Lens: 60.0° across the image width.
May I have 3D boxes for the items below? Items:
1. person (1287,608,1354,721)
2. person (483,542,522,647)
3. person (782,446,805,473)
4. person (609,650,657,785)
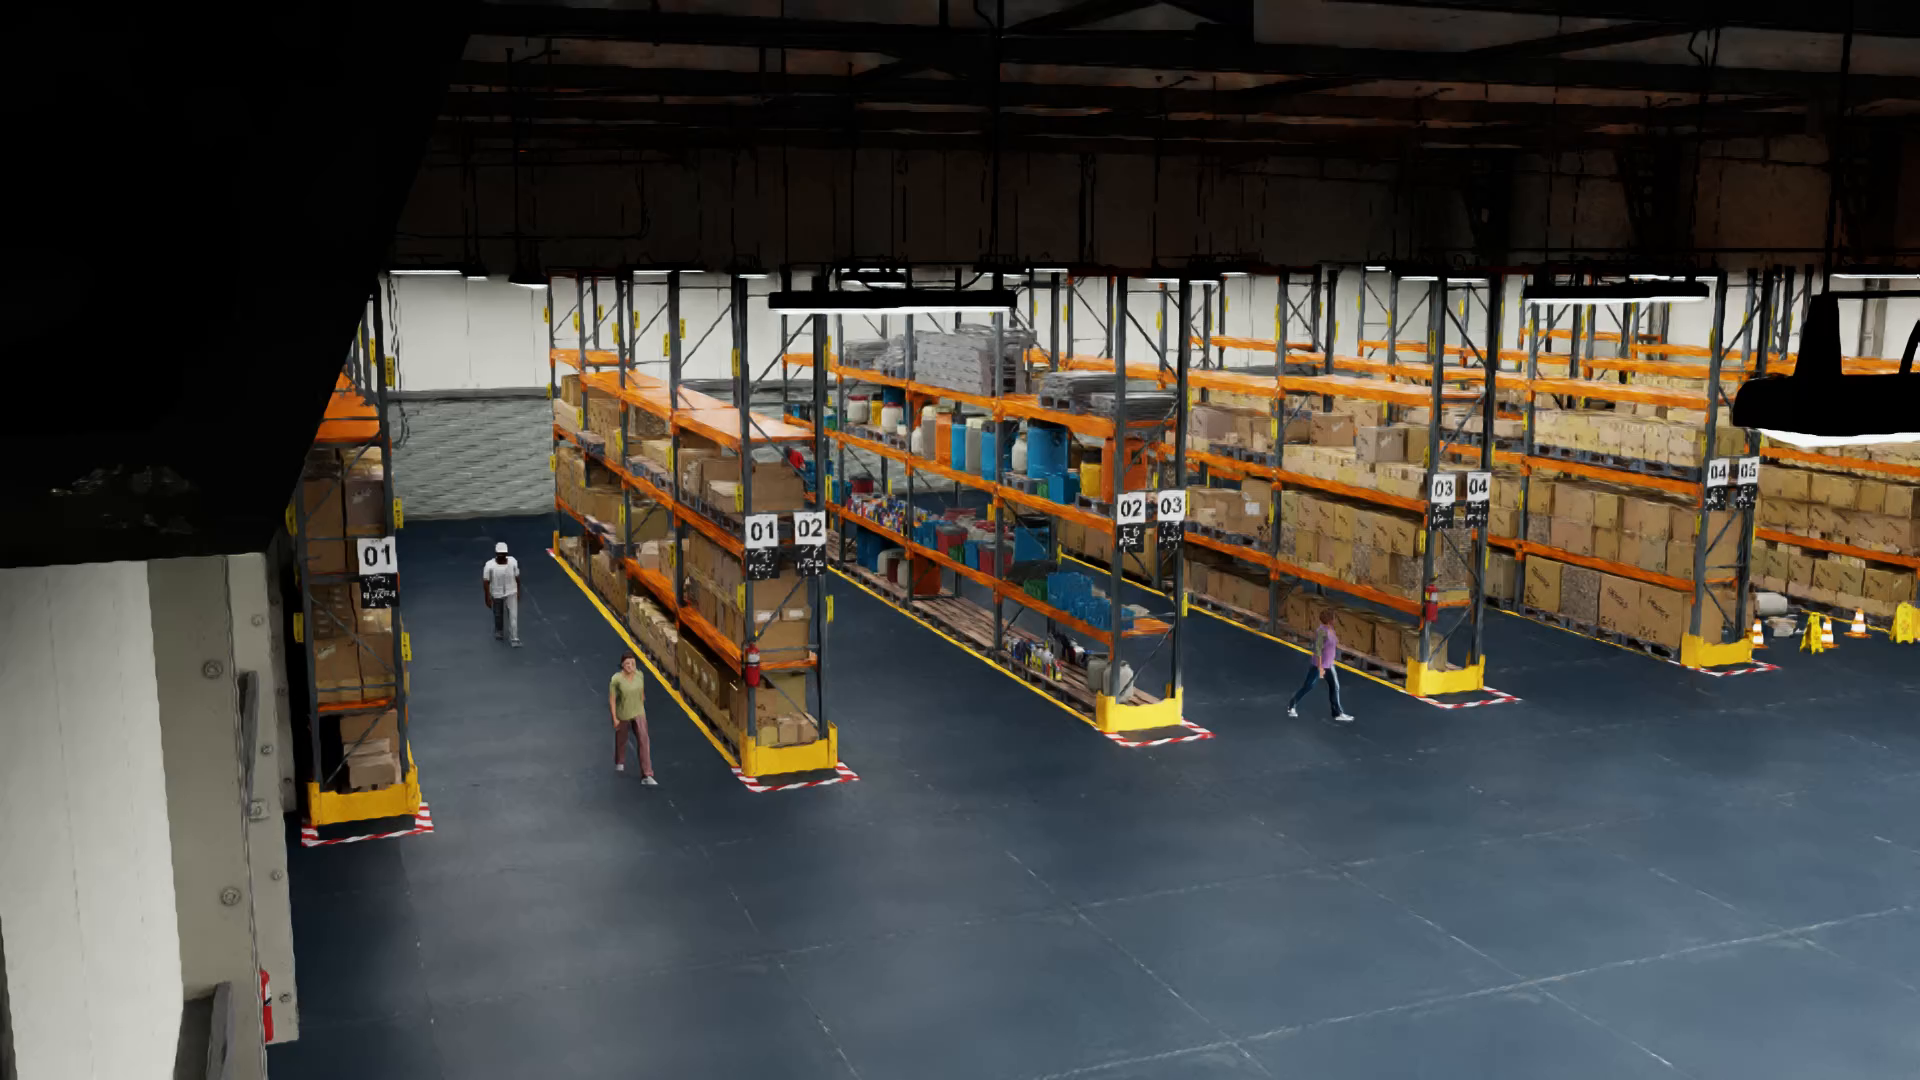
[{"bbox_3d":[4.871,1.680,22.470,0.862,1.562,0.482,8,13,39],"label":"person"},{"bbox_3d":[-7.374,0.855,26.808,0.577,1.691,1.121,-3,10,-18],"label":"person"},{"bbox_3d":[-4.045,-1.555,40.670,0.646,1.758,0.528,6,12,31],"label":"person"},{"bbox_3d":[-3.966,2.094,19.926,0.451,1.585,1.097,-4,11,-23],"label":"person"}]
